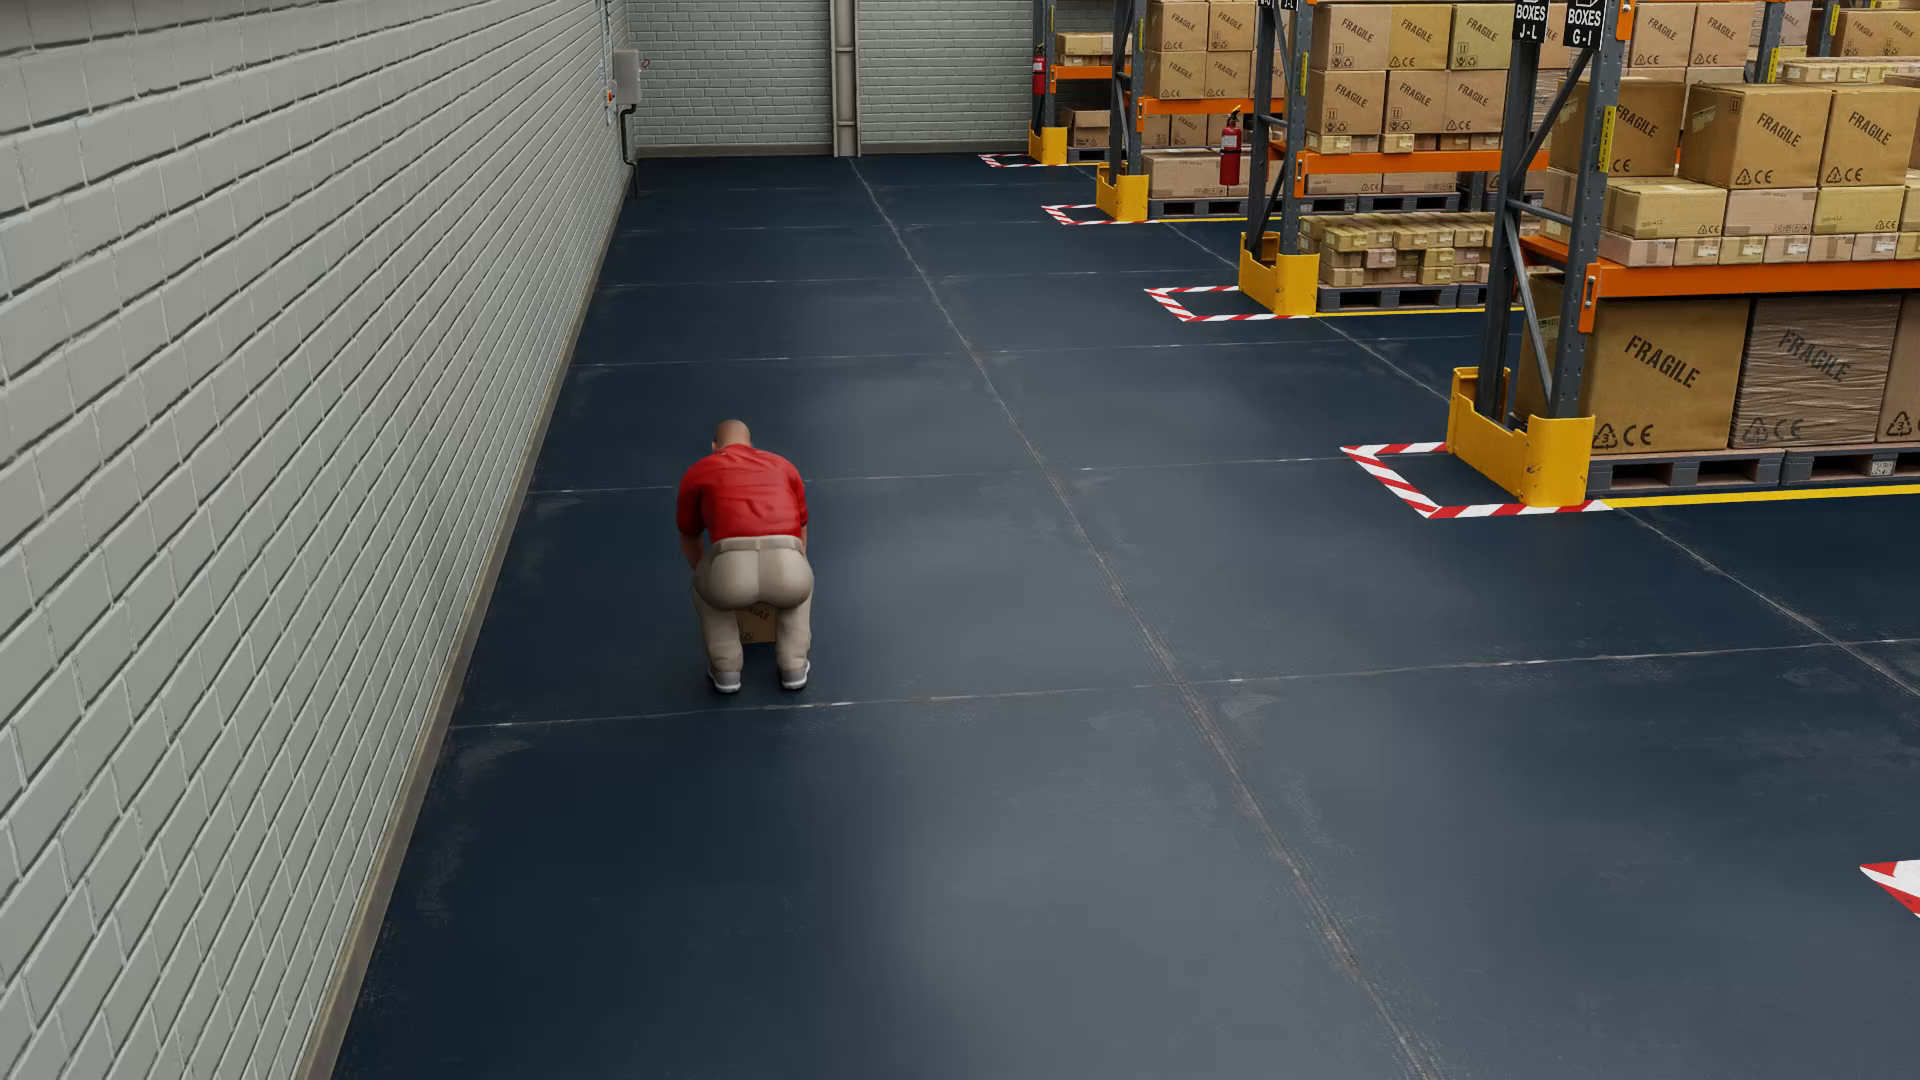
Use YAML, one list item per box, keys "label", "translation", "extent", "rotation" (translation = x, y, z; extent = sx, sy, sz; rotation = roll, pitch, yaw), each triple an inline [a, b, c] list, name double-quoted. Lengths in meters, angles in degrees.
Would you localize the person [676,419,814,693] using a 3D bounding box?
- label: "person"
  translation: [-0.894, 0.072, 6.960]
  extent: [0.569, 1.012, 0.867]
  rotation: [-3, 20, -8]
